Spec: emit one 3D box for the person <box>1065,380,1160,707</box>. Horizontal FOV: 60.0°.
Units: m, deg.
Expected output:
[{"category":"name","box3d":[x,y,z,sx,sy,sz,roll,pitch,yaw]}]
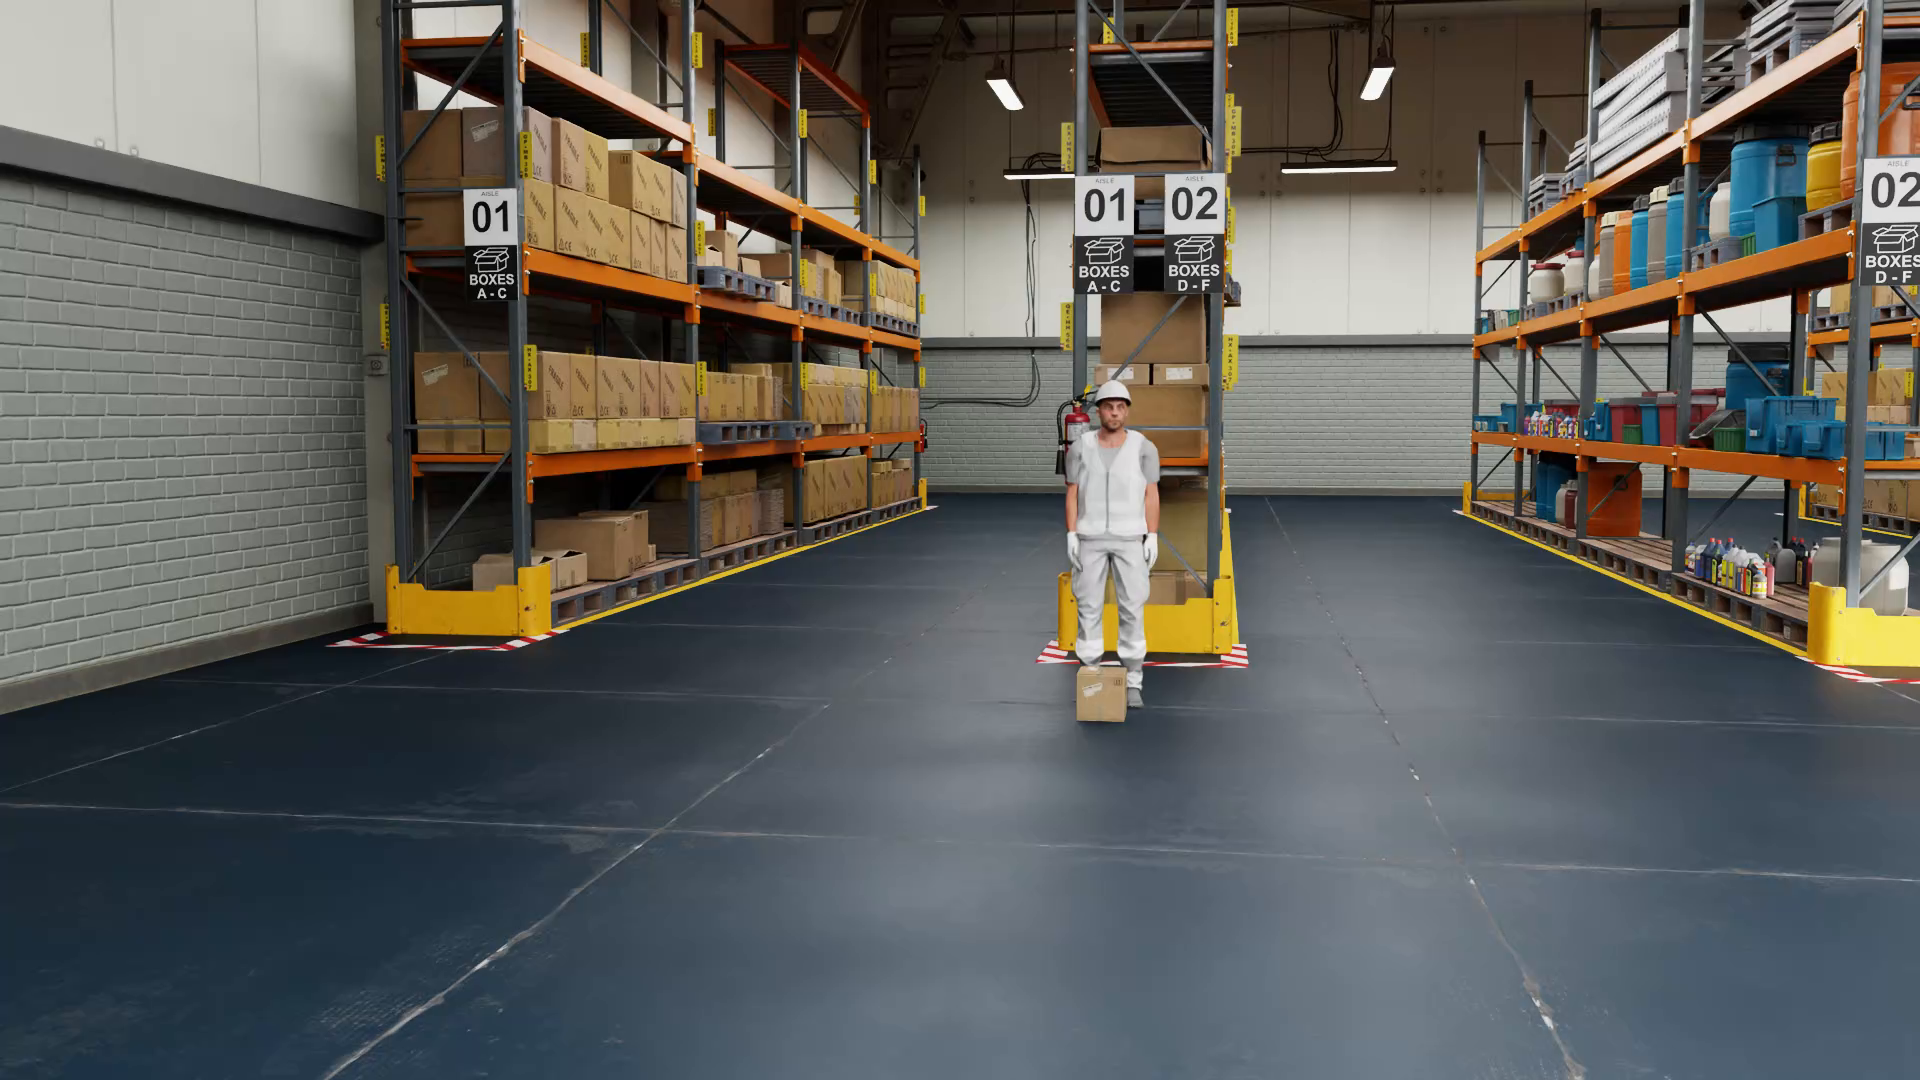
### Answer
[{"category":"person","box3d":[0.838,0.014,9.211,0.526,1.793,0.374,1,4,10]}]
